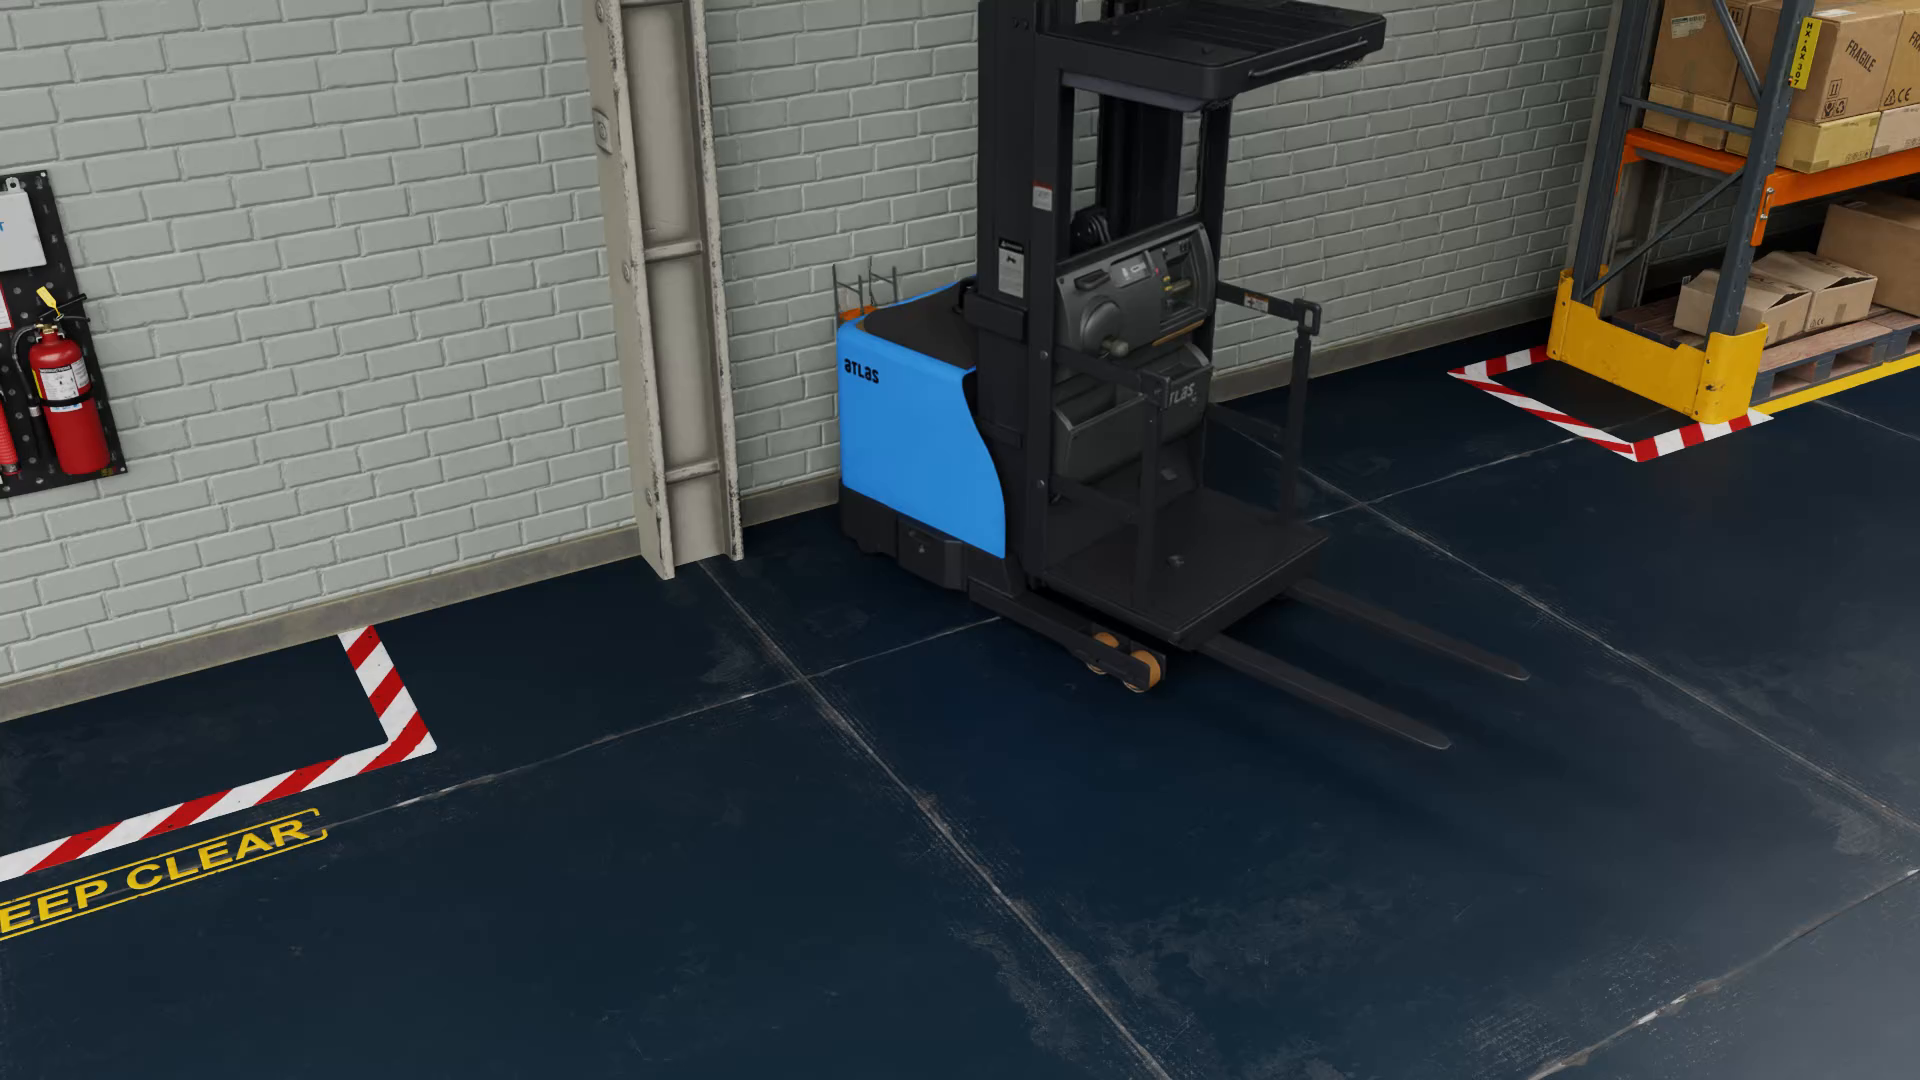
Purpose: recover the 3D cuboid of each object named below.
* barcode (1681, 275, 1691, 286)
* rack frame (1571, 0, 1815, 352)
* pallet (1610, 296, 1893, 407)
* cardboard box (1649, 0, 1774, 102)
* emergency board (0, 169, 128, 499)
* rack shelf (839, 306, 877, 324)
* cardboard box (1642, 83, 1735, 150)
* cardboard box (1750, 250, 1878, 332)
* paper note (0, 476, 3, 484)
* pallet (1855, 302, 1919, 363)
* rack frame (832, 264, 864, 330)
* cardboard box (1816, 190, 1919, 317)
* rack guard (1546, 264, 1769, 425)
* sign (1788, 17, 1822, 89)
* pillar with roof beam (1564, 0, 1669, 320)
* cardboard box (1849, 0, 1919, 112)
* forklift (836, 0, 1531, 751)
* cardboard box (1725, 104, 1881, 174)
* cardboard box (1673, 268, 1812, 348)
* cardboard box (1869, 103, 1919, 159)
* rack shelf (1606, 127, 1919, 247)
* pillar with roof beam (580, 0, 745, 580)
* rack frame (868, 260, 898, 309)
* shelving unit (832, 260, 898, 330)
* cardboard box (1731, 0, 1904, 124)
[{"bbox_3d":[4.232,-1.506,9.693,0.075,0.075,0.001,-16,33,-26],"label":"barcode"},{"bbox_3d":[3.777,-2.184,8.603,0.127,3.000,1.000,-16,33,-26],"label":"rack frame"},{"bbox_3d":[4.561,-1.166,9.644,1.213,0.211,1.003,-16,33,-26],"label":"pallet"},{"bbox_3d":[4.076,-2.659,8.823,0.500,0.500,0.500,-16,33,-27],"label":"cardboard box"},{"bbox_3d":[-3.381,-0.658,5.838,0.643,1.169,0.194,-16,33,-26],"label":"emergency board"},{"bbox_3d":[-0.423,-0.986,7.623,0.180,0.103,0.258,-20,32,-30],"label":"rack shelf"},{"bbox_3d":[4.082,-2.322,8.988,0.500,0.250,0.500,-15,32,-26],"label":"cardboard box"},{"bbox_3d":[4.910,-1.471,9.638,0.500,0.311,0.500,-13,31,-22],"label":"cardboard box"},{"bbox_3d":[-3.568,-0.258,6.024,0.142,0.148,0.016,-16,33,-26],"label":"paper note"},{"bbox_3d":[5.611,-1.463,10.182,1.213,0.211,1.003,-16,33,-26],"label":"pallet"},{"bbox_3d":[-0.484,-0.678,7.722,0.006,1.200,0.240,-20,32,-30],"label":"rack frame"},{"bbox_3d":[5.568,-1.712,9.880,0.500,0.500,0.700,-18,34,-29],"label":"cardboard box"},{"bbox_3d":[3.842,-1.108,9.241,0.348,0.500,1.175,-16,33,-26],"label":"rack guard"},{"bbox_3d":[4.052,-2.337,7.984,0.005,0.325,0.100,-16,33,-26],"label":"sign"},{"bbox_3d":[6.123,-3.549,4.867,0.400,9.000,9.100,-16,33,-26],"label":"pillar with roof beam"},{"bbox_3d":[4.772,-2.564,8.650,0.500,0.500,0.500,-16,33,-26],"label":"cardboard box"},{"bbox_3d":[0.859,-0.959,6.455,3.031,2.935,1.130,25,37,37],"label":"forklift"},{"bbox_3d":[4.358,-2.114,8.611,0.500,0.250,0.500,-17,33,-28],"label":"cardboard box"},{"bbox_3d":[4.419,-1.331,9.385,0.500,0.311,0.500,-20,35,-32],"label":"cardboard box"},{"bbox_3d":[4.799,-2.247,8.852,0.500,0.250,0.500,-17,33,-28],"label":"cardboard box"},{"bbox_3d":[5.501,-2.359,9.664,4.000,0.370,1.077,-16,33,-26],"label":"rack shelf"},{"bbox_3d":[0.950,-2.080,2.206,0.400,9.000,9.100,-16,33,-26],"label":"pillar with roof beam"},{"bbox_3d":[-0.336,-0.733,7.815,0.006,1.200,0.240,-20,32,-30],"label":"rack frame"},{"bbox_3d":[-0.410,-0.706,7.768,0.189,1.200,0.258,-20,32,-30],"label":"shelving unit"},{"bbox_3d":[4.341,-2.447,8.438,0.500,0.500,0.500,-16,33,-26],"label":"cardboard box"}]
